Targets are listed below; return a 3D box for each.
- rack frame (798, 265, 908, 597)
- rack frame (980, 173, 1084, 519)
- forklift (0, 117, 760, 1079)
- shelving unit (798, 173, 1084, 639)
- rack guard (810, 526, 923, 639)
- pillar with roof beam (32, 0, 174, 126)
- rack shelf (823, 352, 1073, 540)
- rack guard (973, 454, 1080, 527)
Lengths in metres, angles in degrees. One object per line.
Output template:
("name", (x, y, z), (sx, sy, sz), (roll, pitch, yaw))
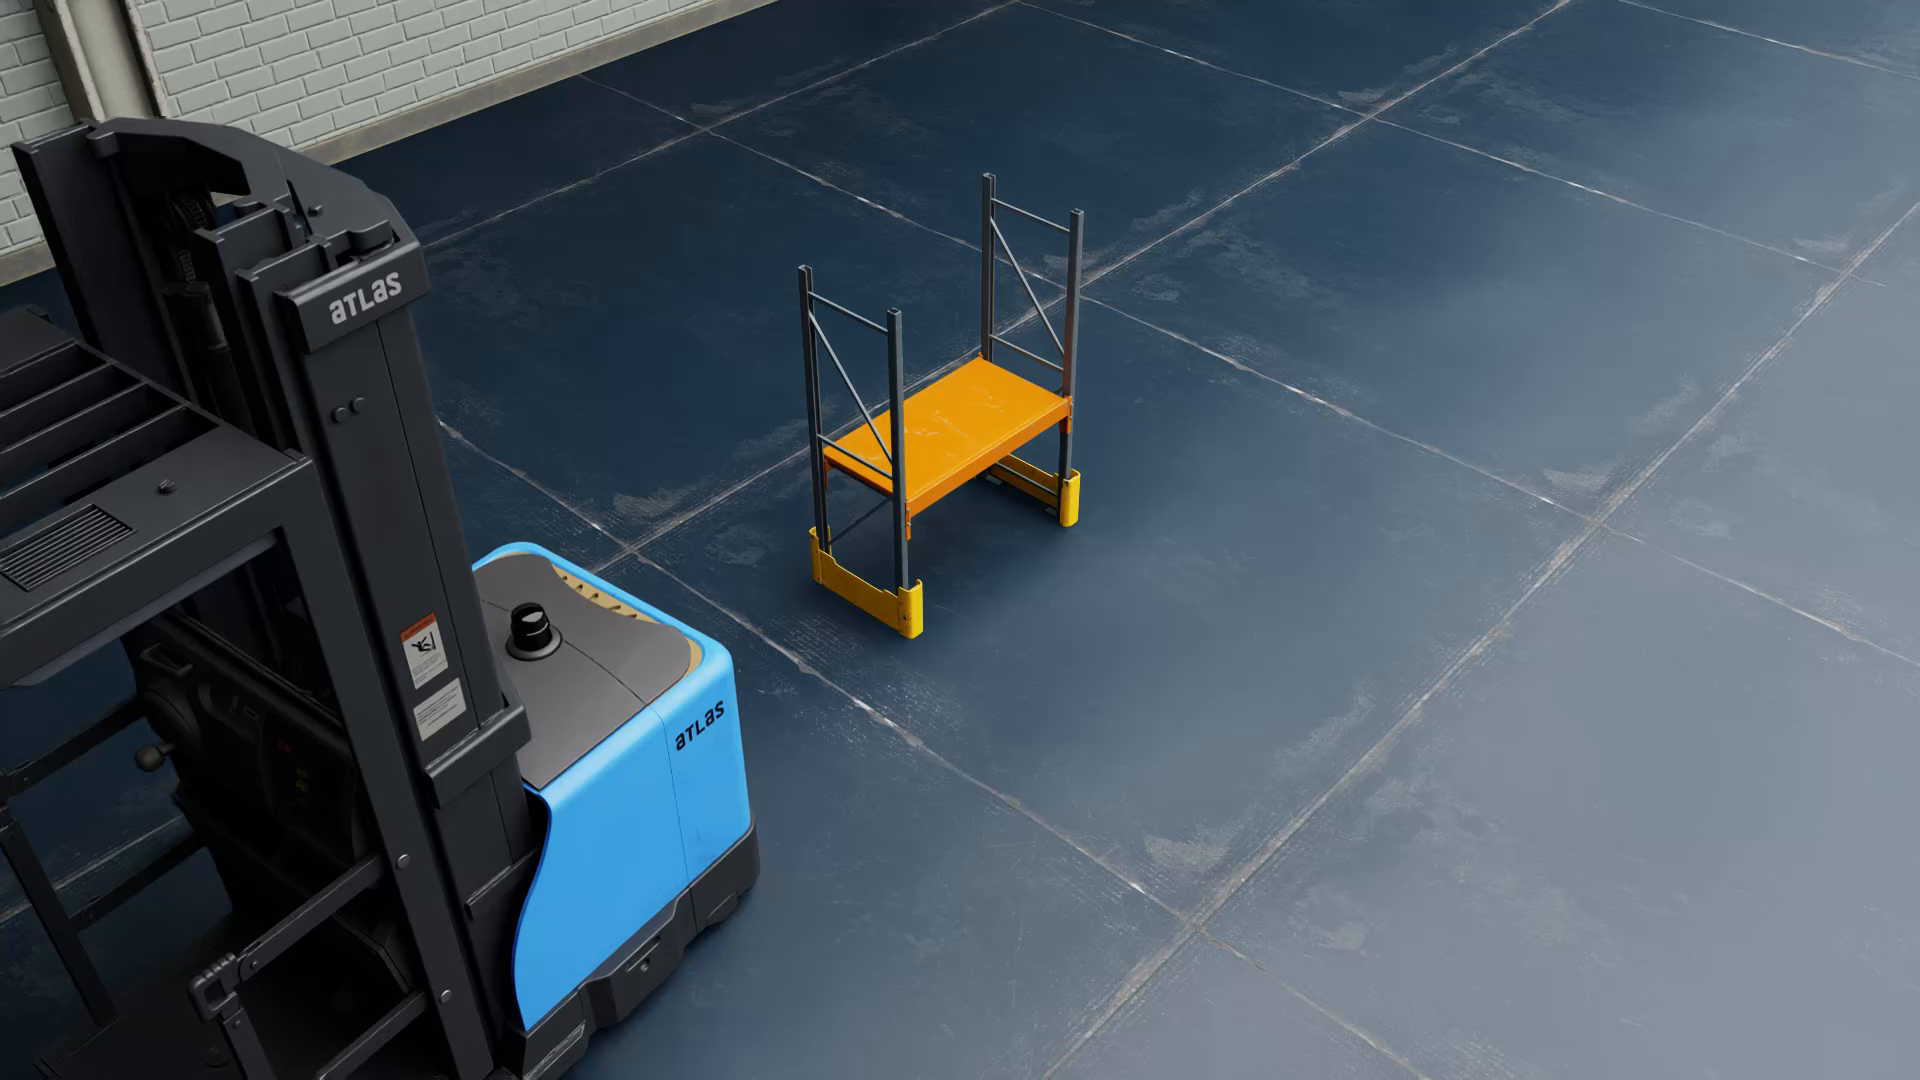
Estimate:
("rack frame", (-0.401, -0.314, 6.440), (0.500, 1.500, 0.032), (30, 47, 32))
("rack frame", (0.285, -0.781, 7.028), (0.500, 1.500, 0.032), (30, 47, 32))
("forklift", (-1.964, 0.590, 4.153), (1.130, 2.935, 3.031), (25, 45, 28))
("shelving unit", (-0.051, -0.552, 6.739), (0.587, 1.500, 1.083), (30, 47, 32))
("rack guard", (-0.387, 0.166, 6.840), (0.587, 0.250, 0.087), (30, 47, 32))
("pillar with roof beam", (-1.328, -3.426, 4.328), (9.100, 9.000, 0.400), (30, 47, 32))
("rack shelf", (-0.058, -0.407, 6.846), (0.538, 0.185, 1.000), (30, 47, 32))
("rack guard", (0.285, -0.292, 7.416), (0.587, 0.250, 0.087), (30, 47, 32))
